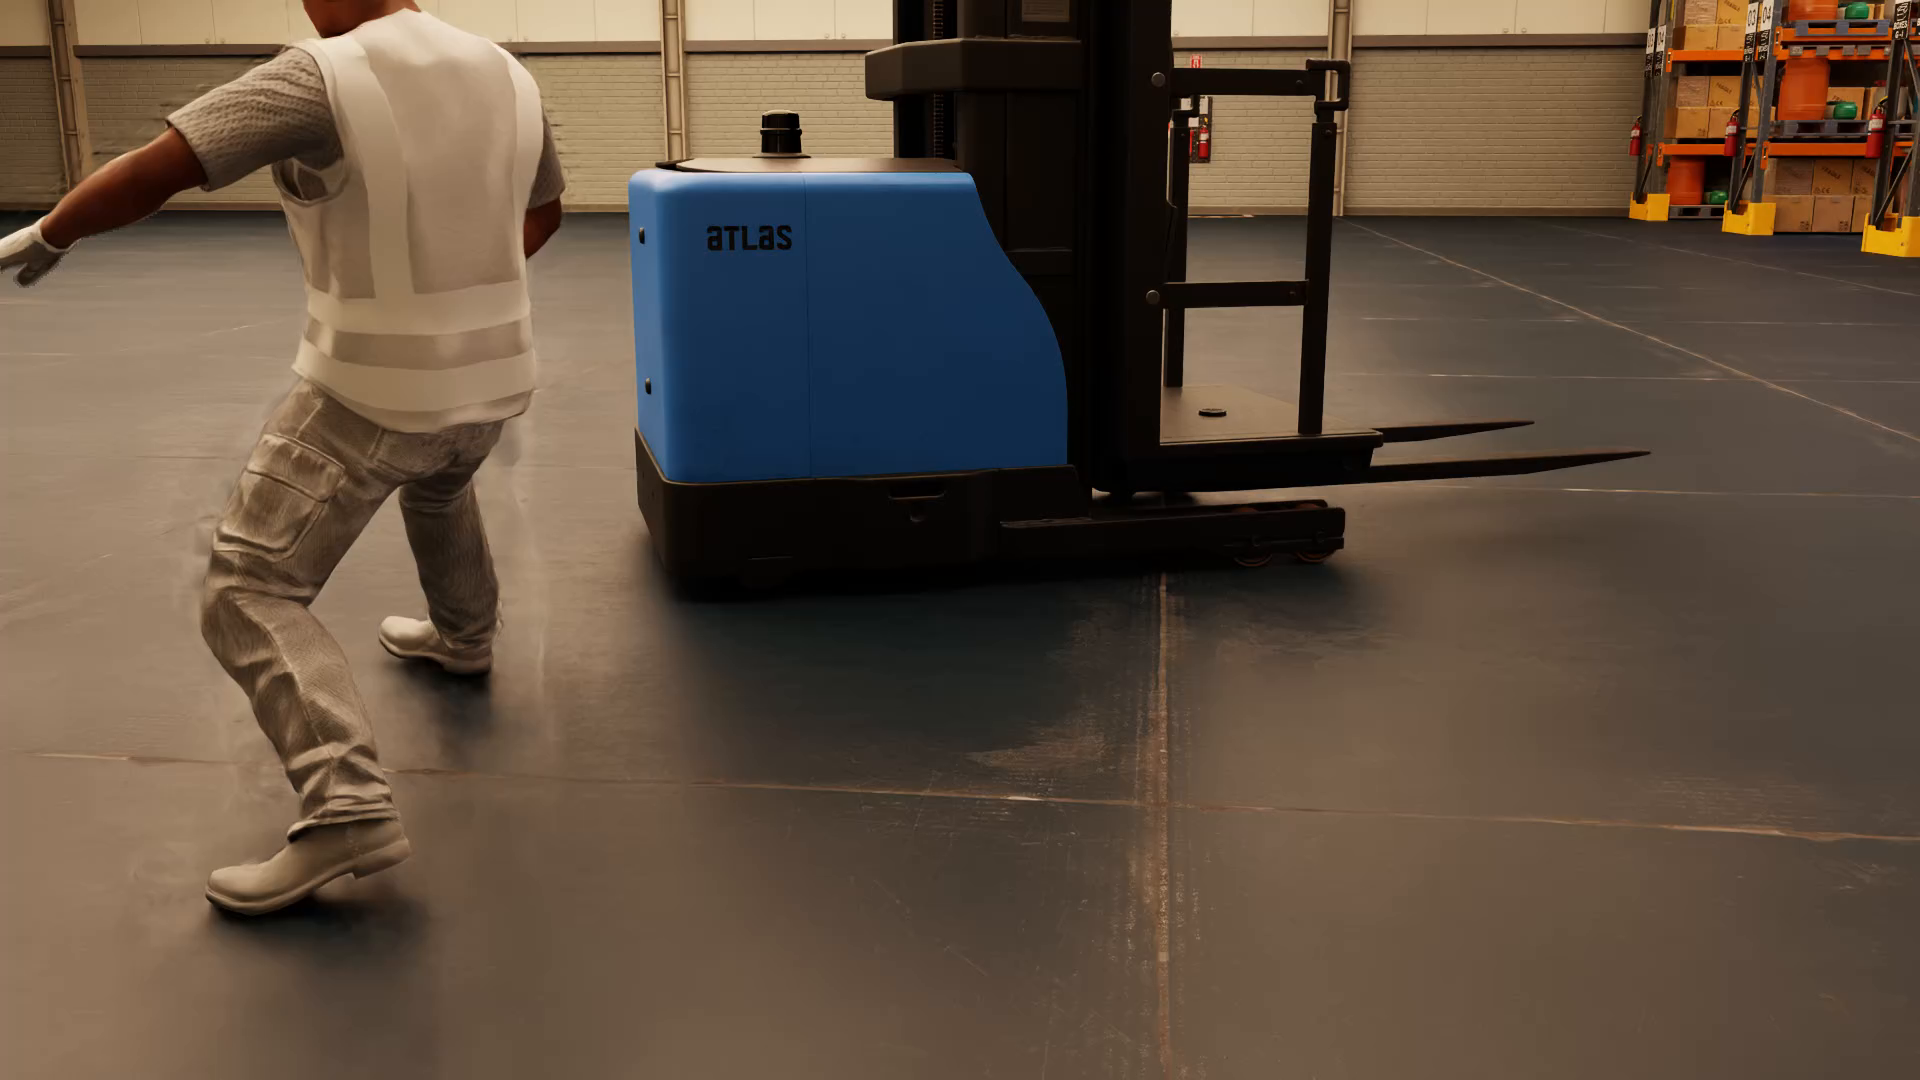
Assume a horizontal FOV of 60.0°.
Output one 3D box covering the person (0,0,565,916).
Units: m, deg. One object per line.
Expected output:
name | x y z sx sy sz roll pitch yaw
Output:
person | -1.110 -0.343 2.964 1.020 1.586 1.140 7 15 29

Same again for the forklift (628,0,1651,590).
forklift | 0.587 -1.464 4.770 3.031 2.935 1.130 -4 14 -15
